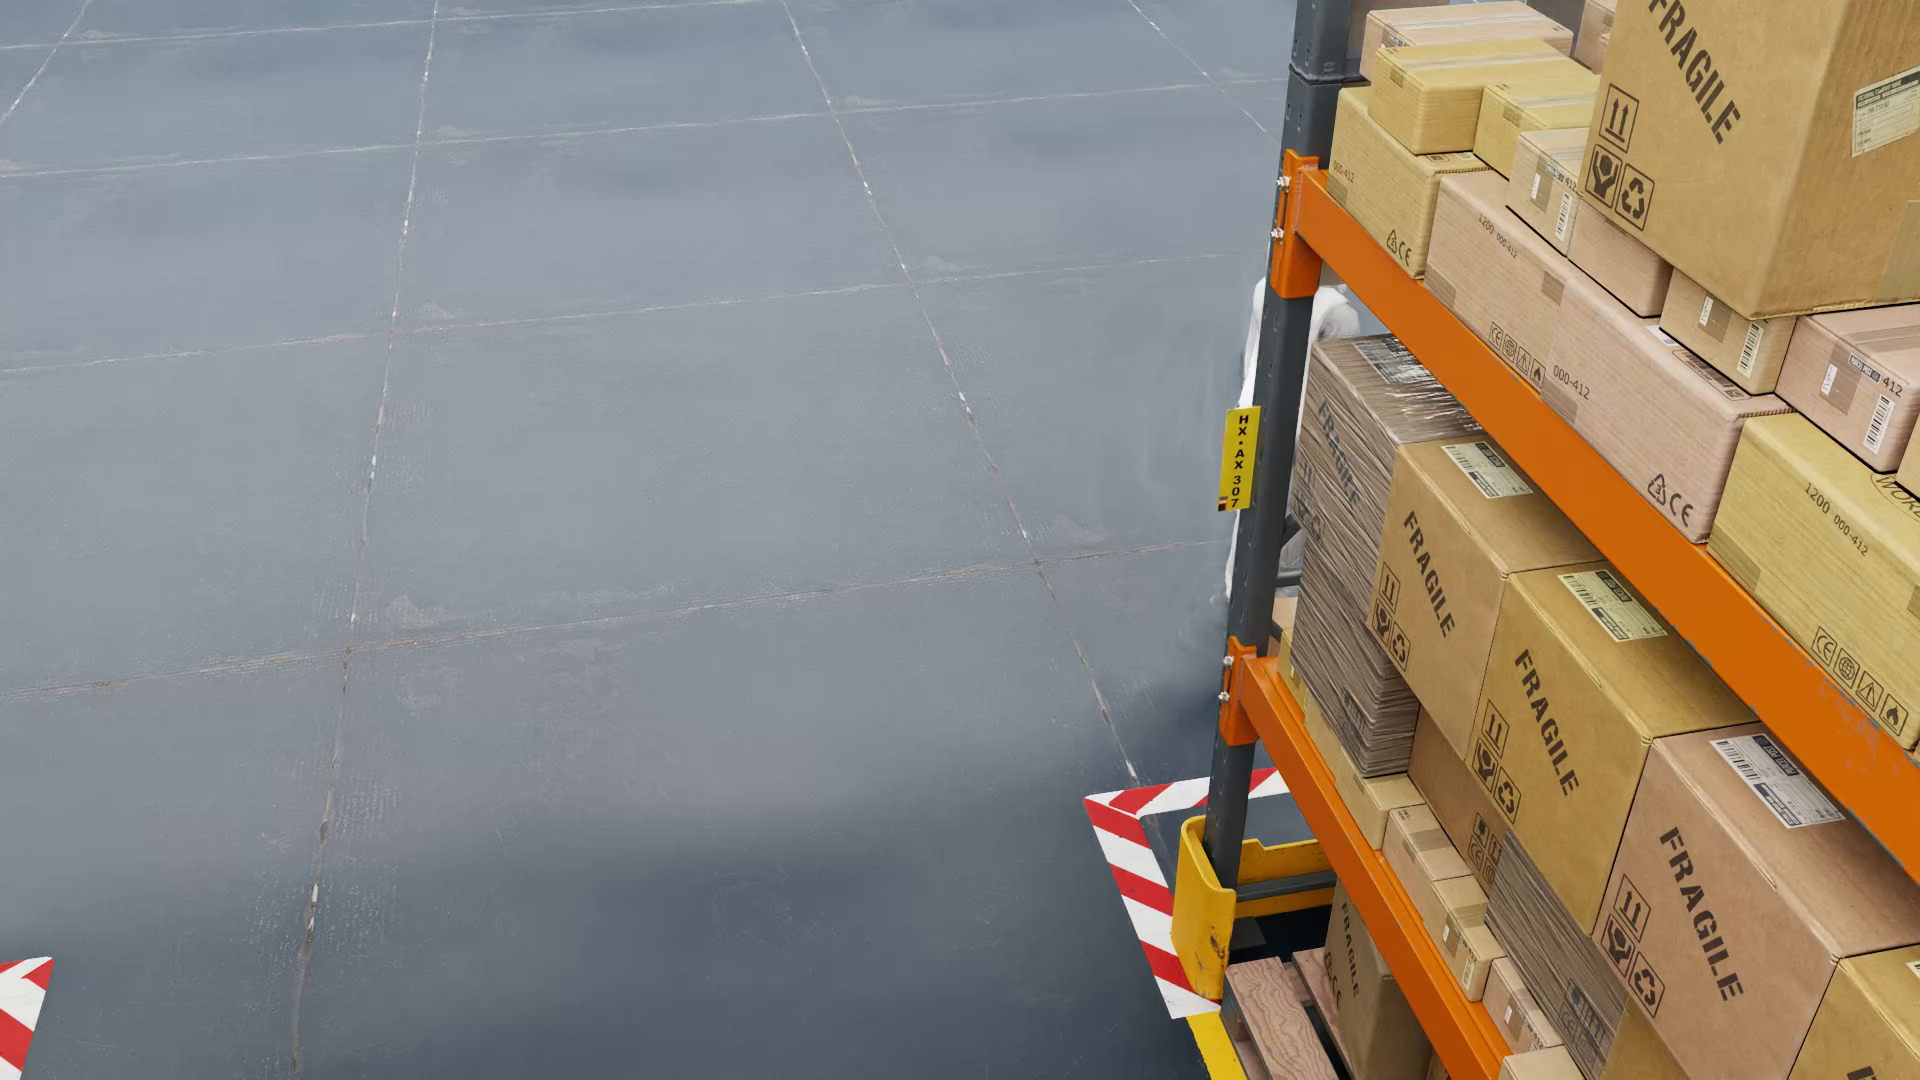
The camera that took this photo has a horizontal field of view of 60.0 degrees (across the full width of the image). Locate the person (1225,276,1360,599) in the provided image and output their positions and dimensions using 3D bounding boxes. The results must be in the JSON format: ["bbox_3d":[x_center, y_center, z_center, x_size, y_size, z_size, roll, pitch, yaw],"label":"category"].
[{"bbox_3d":[1.357,-0.504,6.819,0.539,1.759,0.568,-27,42,-34],"label":"person"}]
